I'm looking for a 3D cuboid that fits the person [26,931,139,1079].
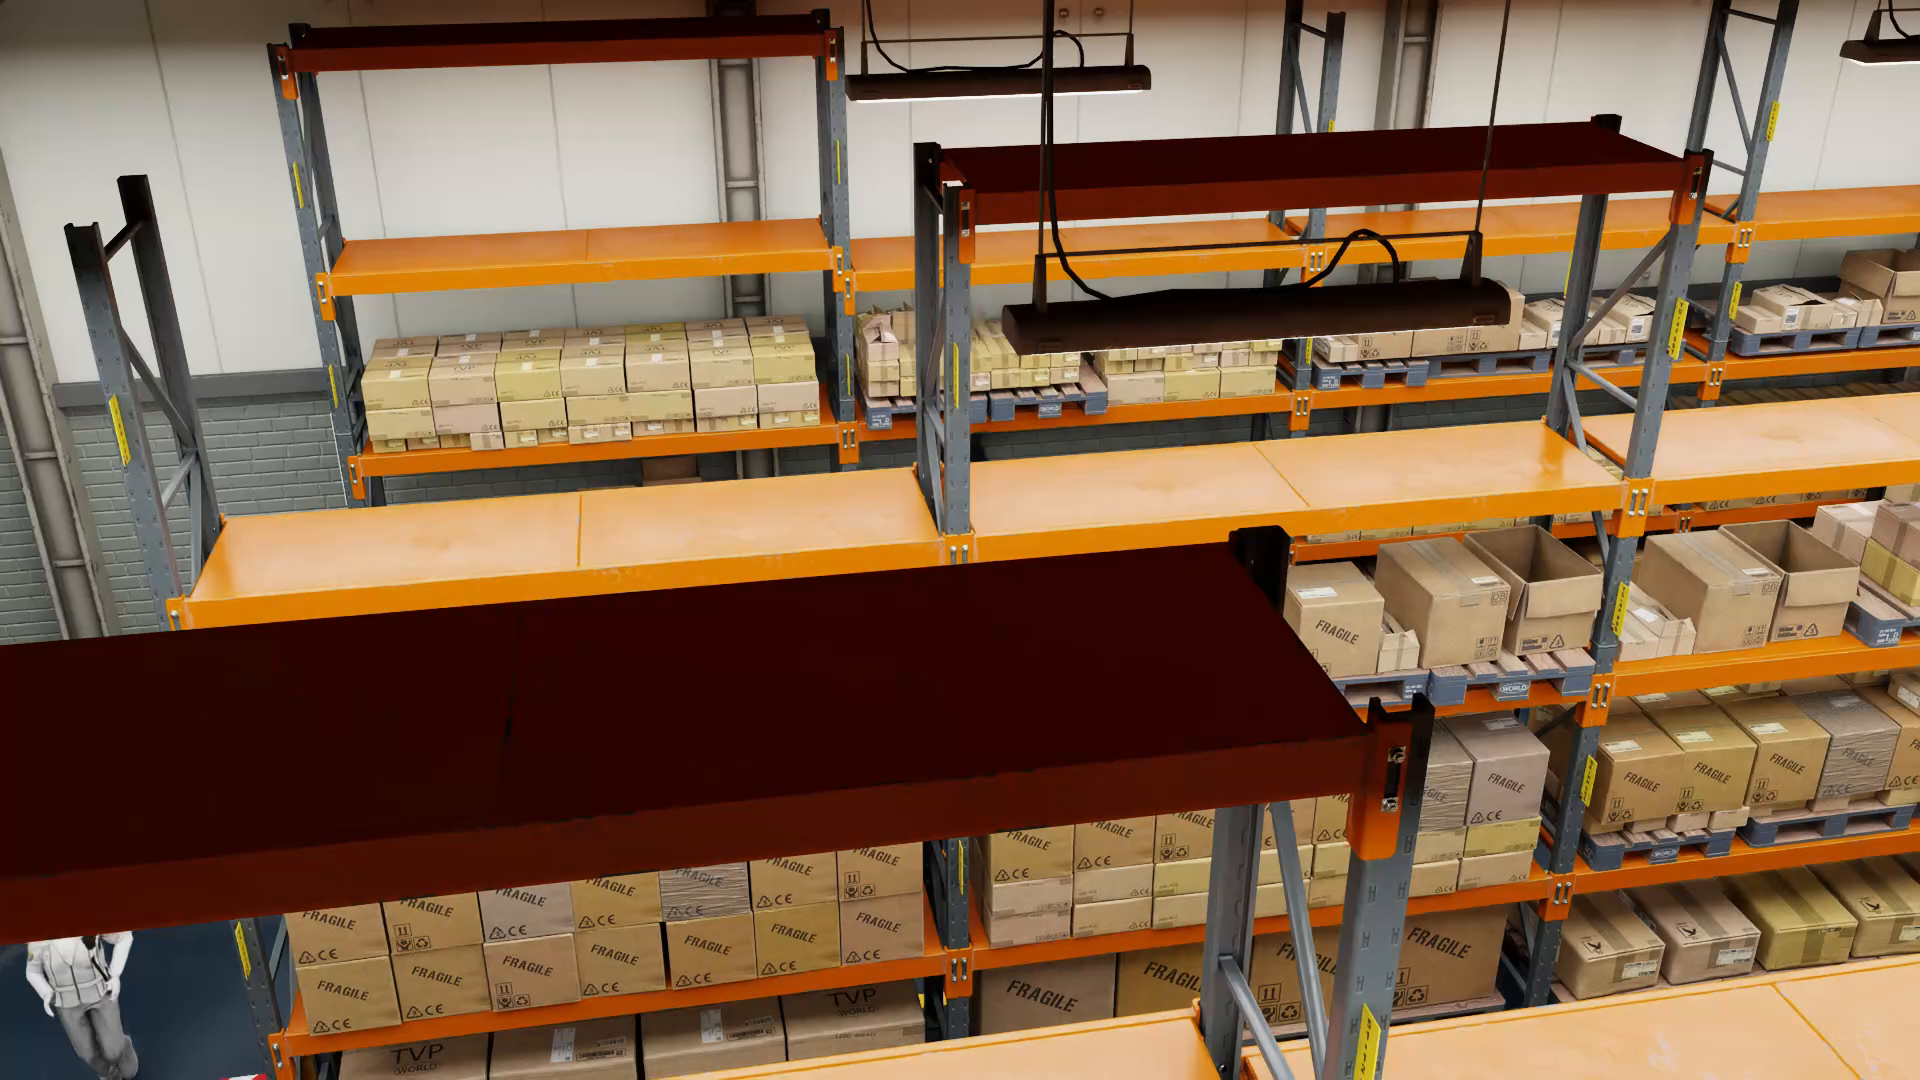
[{"bbox_3d":[-5.476,2.884,10.420,0.604,1.652,0.529,-9,27,-18],"label":"person"}]
